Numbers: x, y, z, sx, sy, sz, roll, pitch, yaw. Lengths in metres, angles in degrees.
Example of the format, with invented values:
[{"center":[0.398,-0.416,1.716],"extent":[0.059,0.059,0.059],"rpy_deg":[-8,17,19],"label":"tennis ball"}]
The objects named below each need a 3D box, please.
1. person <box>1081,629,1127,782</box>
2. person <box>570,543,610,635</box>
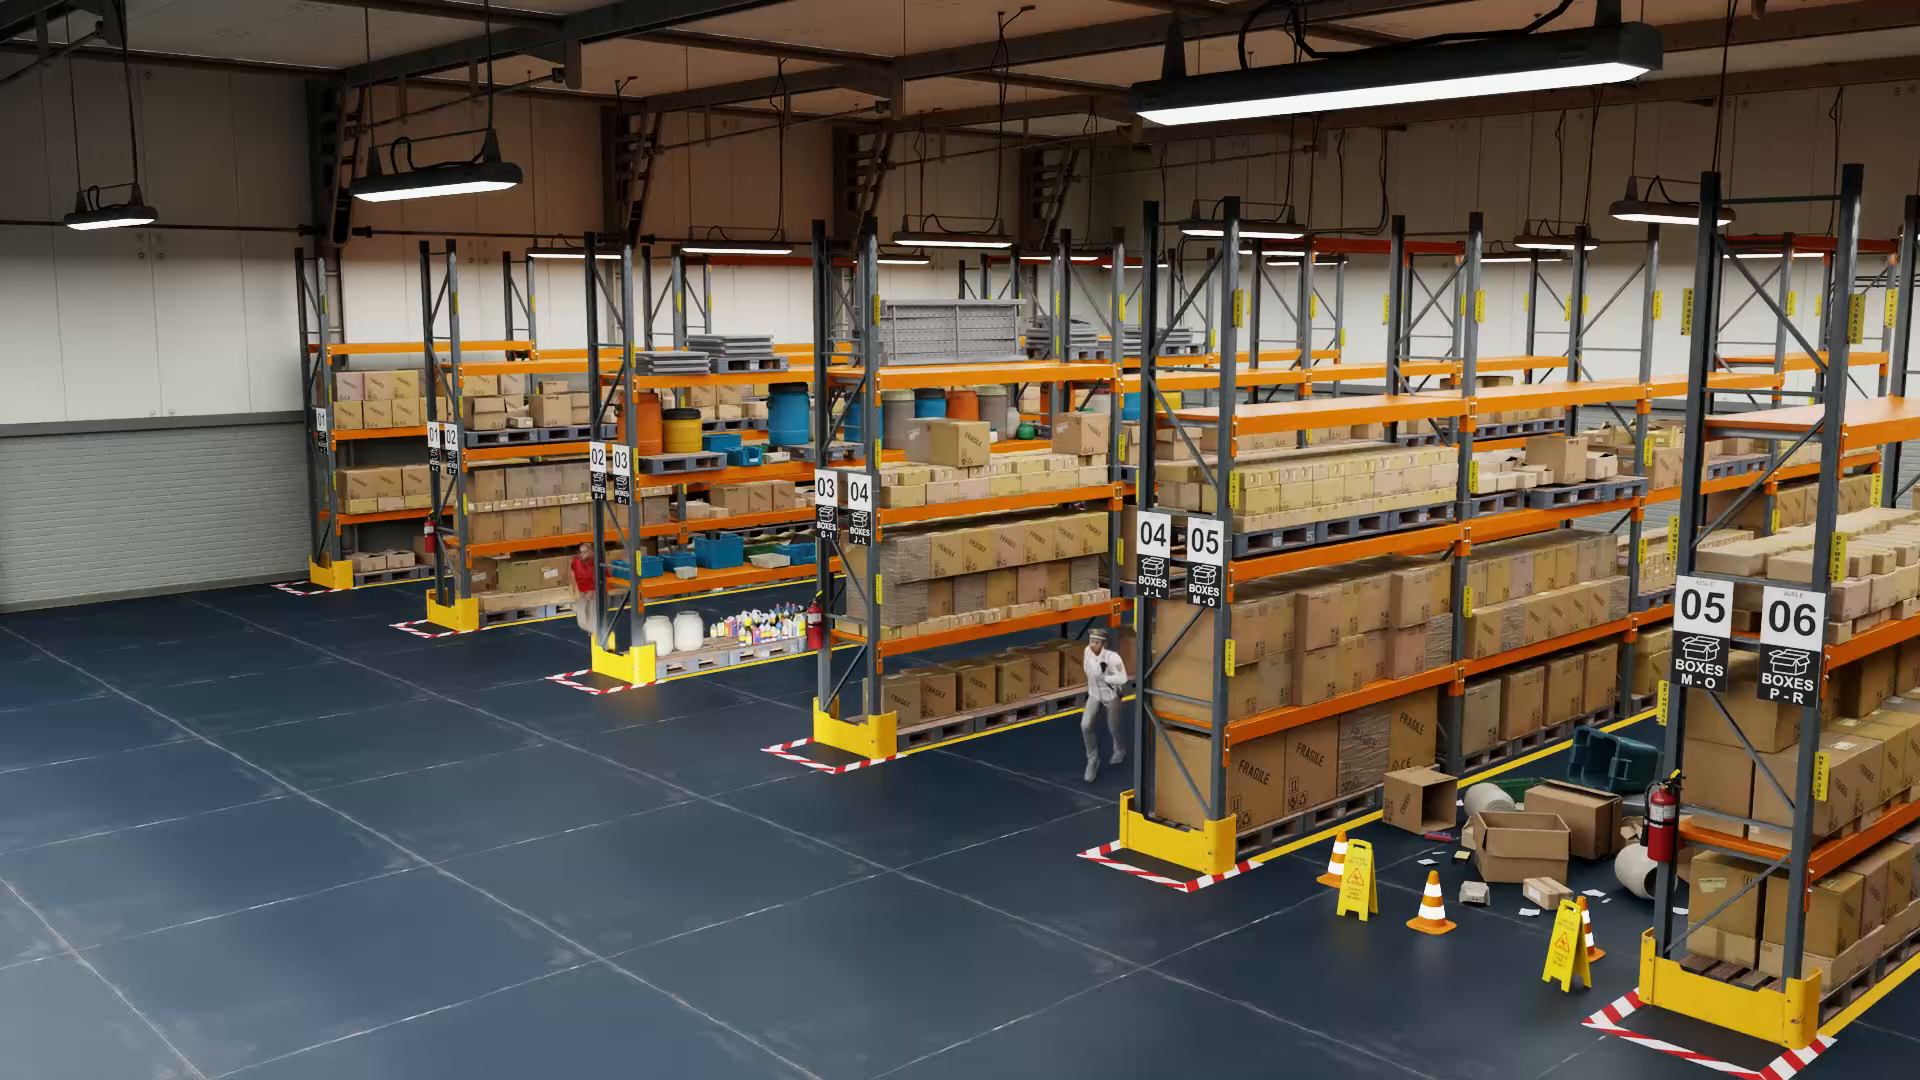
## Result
[{"center":[1.578,1.733,17.973],"extent":[0.605,1.680,0.891],"rpy_deg":[4,9,26],"label":"person"},{"center":[-5.393,0.830,24.169],"extent":[0.685,1.622,0.670],"rpy_deg":[2,9,16],"label":"person"}]
